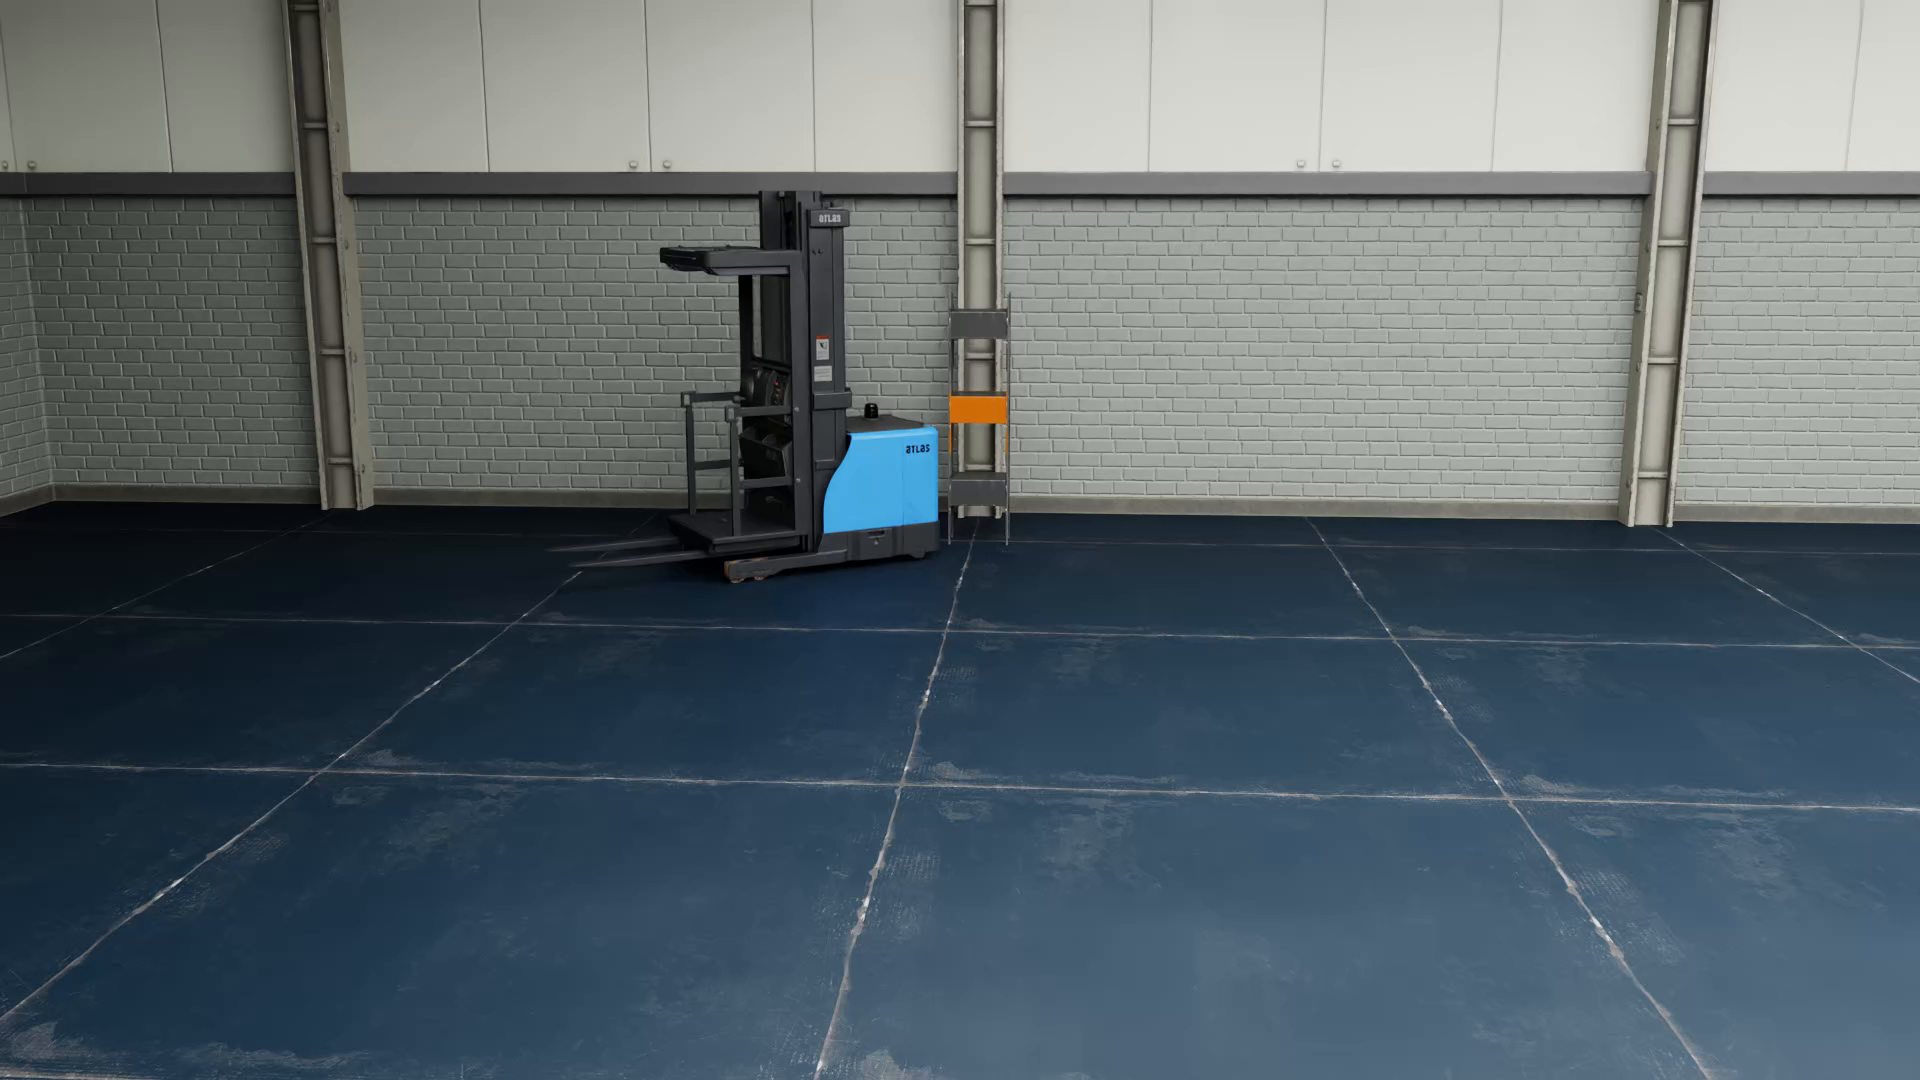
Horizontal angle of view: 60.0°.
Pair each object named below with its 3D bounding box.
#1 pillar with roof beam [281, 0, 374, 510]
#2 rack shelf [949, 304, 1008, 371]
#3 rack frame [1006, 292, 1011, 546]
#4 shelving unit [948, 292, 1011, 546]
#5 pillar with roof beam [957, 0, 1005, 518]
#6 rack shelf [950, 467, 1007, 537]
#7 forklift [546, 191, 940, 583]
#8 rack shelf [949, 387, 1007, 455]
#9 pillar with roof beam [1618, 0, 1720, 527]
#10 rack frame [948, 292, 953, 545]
[{"bbox_3d":[-6.089,-3.841,10.652,0.400,9.000,9.100,1,12,4],"label":"pillar with roof beam"},{"bbox_3d":[0.165,-1.697,13.902,0.480,0.518,0.431,1,12,4],"label":"rack shelf"},{"bbox_3d":[0.409,-1.022,14.026,0.015,2.100,0.400,1,12,4],"label":"rack frame"},{"bbox_3d":[0.165,-1.025,14.042,0.503,2.100,0.431,1,12,4],"label":"shelving unit"},{"bbox_3d":[-0.103,-3.759,10.259,0.400,9.000,9.100,1,12,4],"label":"pillar with roof beam"},{"bbox_3d":[0.165,-0.327,14.188,0.480,0.518,0.431,1,12,4],"label":"rack shelf"},{"bbox_3d":[-1.706,-1.230,12.989,3.031,2.935,1.130,-6,13,-28],"label":"forklift"},{"bbox_3d":[0.165,-1.012,14.045,0.480,0.518,0.431,1,12,4],"label":"rack shelf"},{"bbox_3d":[5.884,-3.677,9.867,0.400,9.000,9.100,1,12,4],"label":"pillar with roof beam"},{"bbox_3d":[-0.078,-1.029,14.058,0.015,2.100,0.400,1,12,4],"label":"rack frame"}]
